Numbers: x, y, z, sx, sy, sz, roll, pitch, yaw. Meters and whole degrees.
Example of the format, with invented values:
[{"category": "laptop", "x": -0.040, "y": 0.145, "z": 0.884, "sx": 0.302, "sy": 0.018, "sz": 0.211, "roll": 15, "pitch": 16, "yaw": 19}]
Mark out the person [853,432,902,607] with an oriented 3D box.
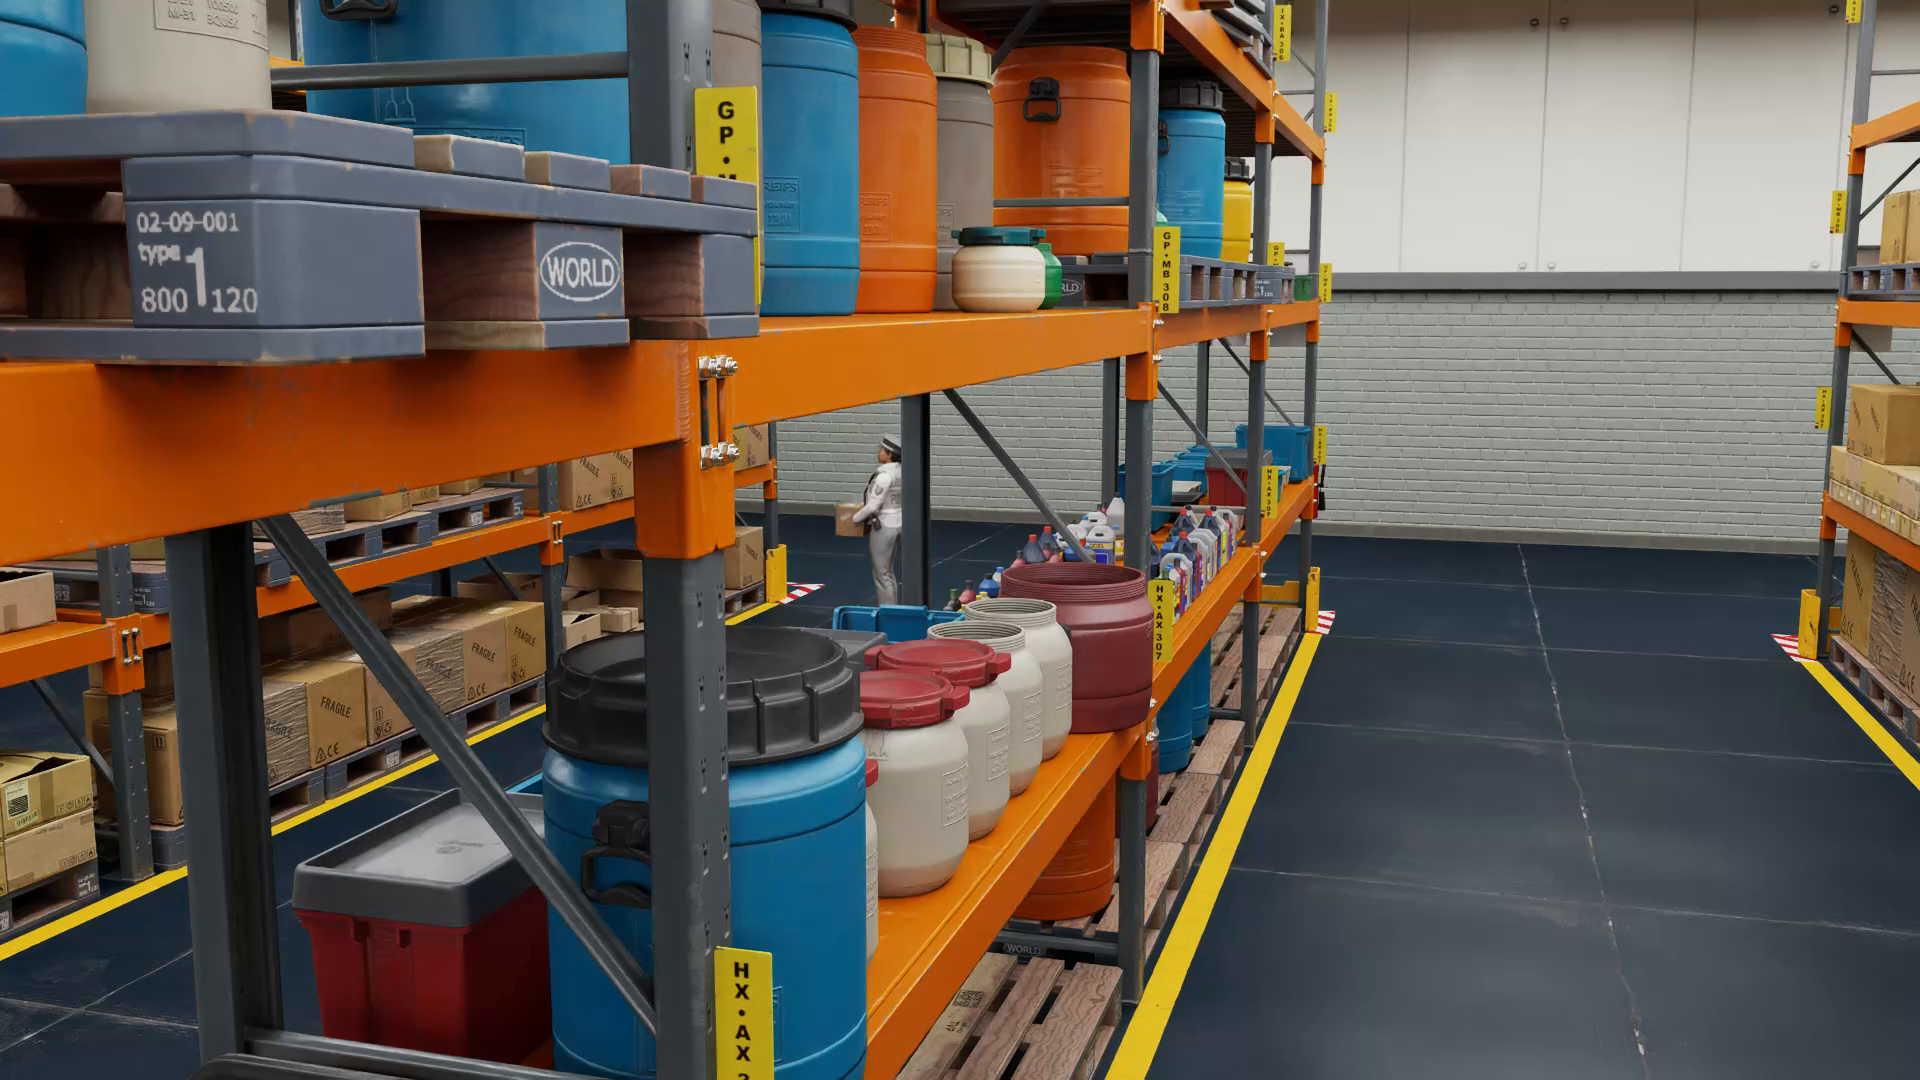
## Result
[{"category": "person", "x": -0.689, "y": -0.080, "z": 14.244, "sx": 0.543, "sy": 1.700, "sz": 0.471, "roll": 3, "pitch": 9, "yaw": 18}]
